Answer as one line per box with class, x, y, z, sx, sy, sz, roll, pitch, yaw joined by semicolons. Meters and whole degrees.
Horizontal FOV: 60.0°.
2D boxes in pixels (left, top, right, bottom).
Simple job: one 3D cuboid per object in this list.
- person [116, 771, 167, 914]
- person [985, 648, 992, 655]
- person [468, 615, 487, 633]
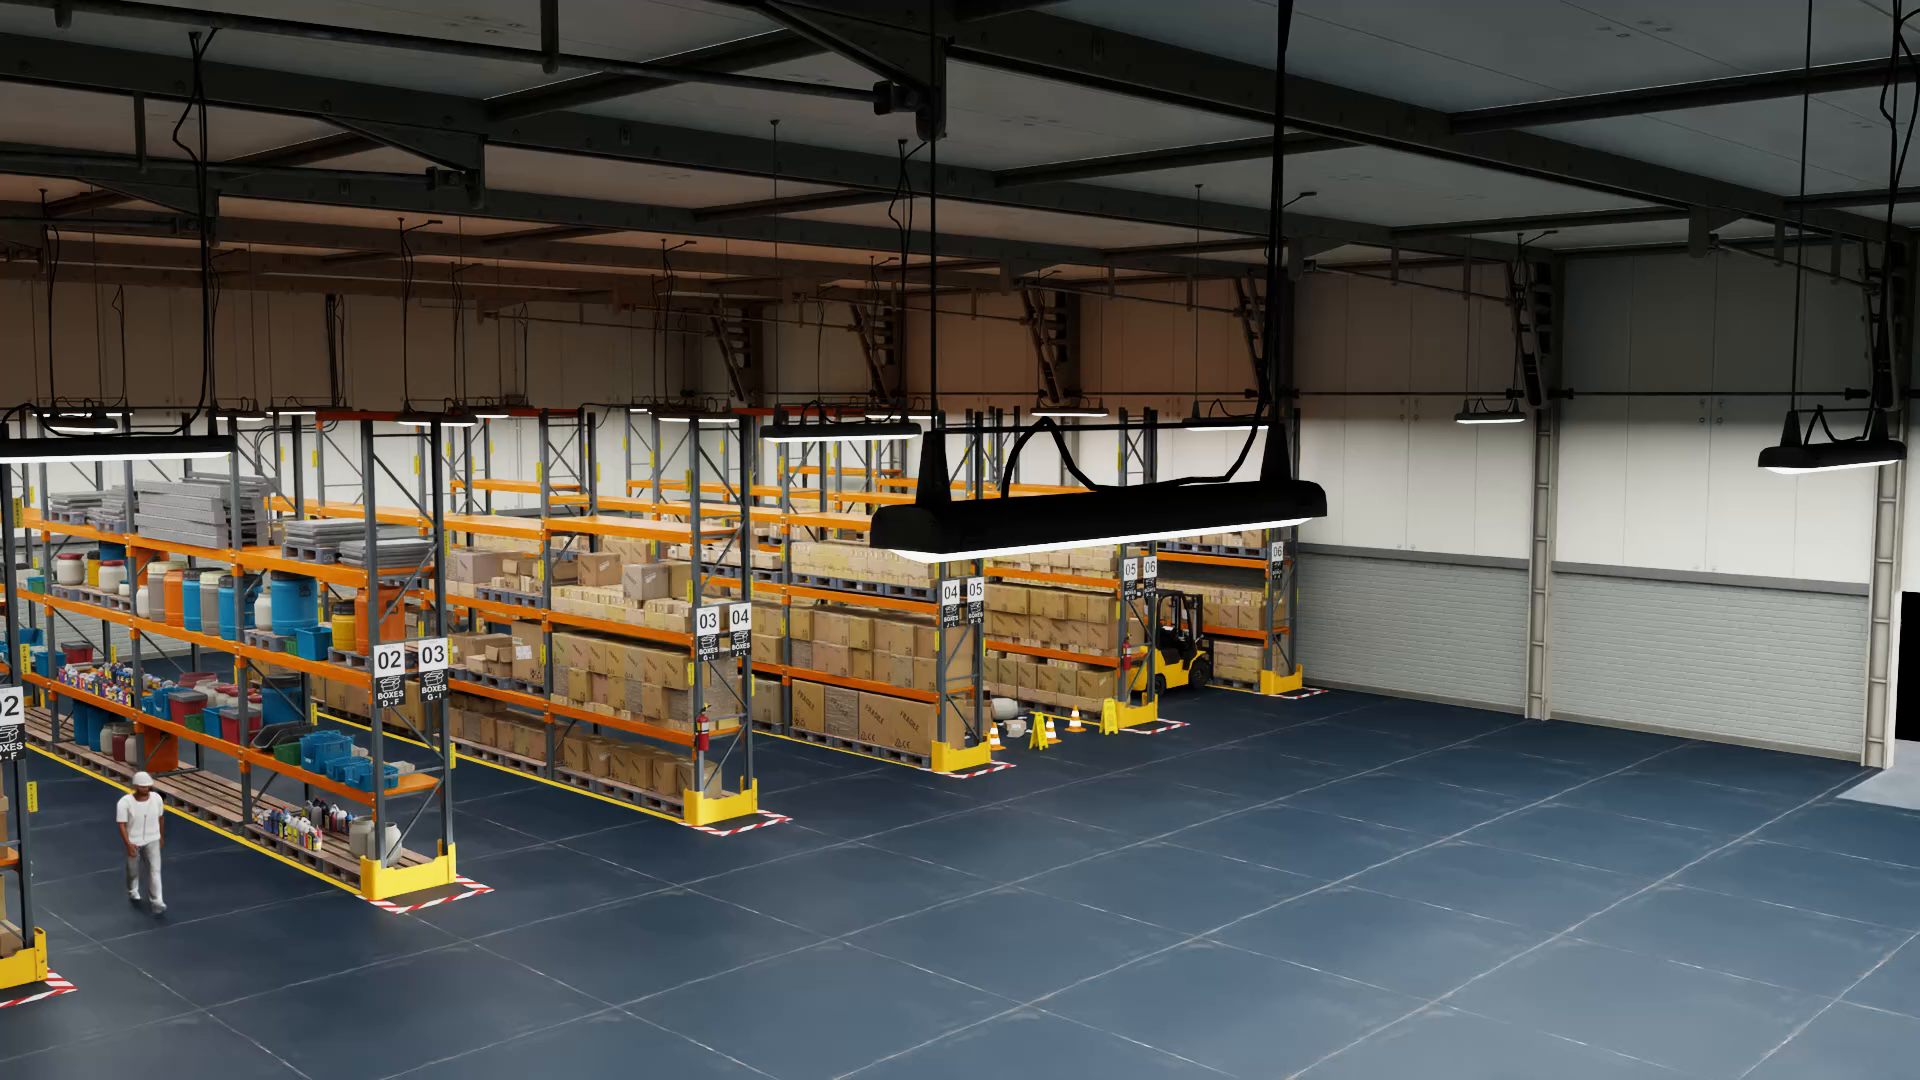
person;-9.992;3.683;20.350;0.563;1.686;1.127;-4;6;-36
person;0.704;2.118;38.539;0.428;1.713;0.523;1;5;13
person;-10.391;2.385;35.713;0.565;1.581;0.692;-4;6;-36
